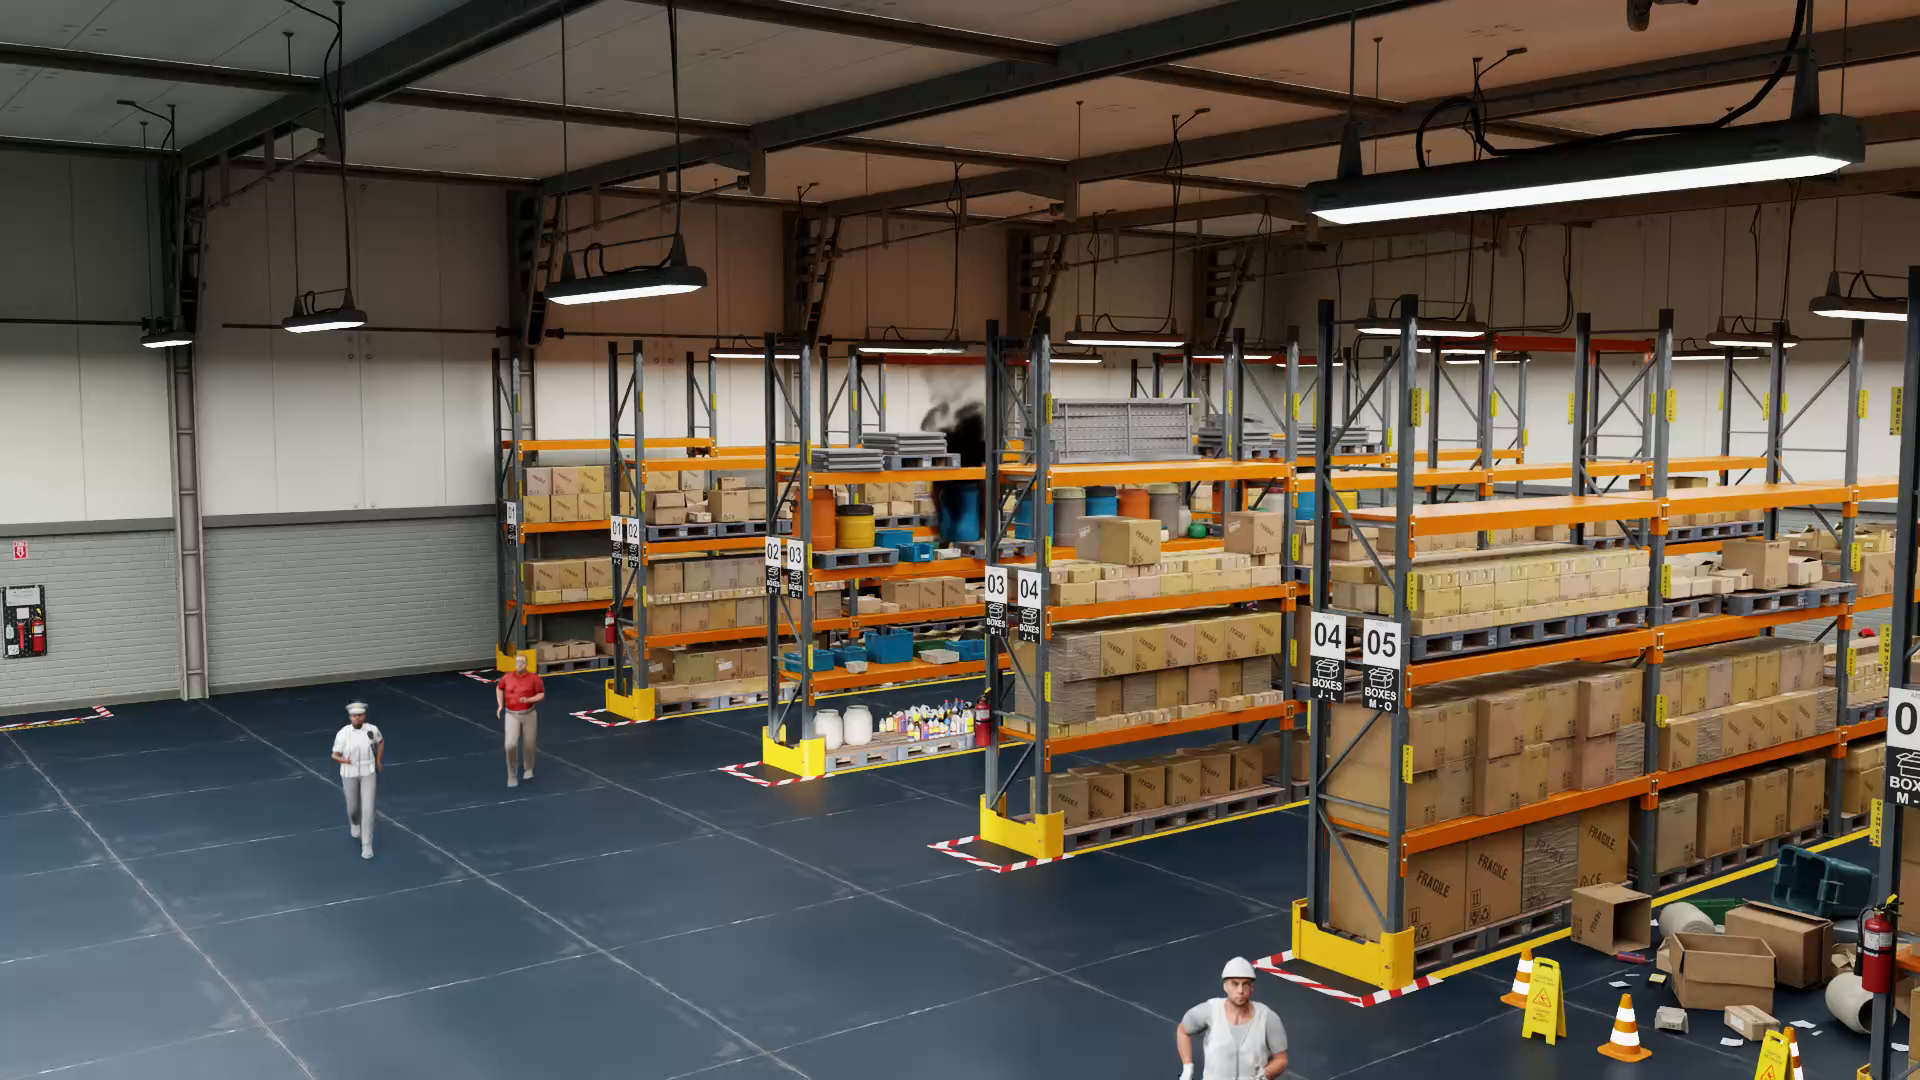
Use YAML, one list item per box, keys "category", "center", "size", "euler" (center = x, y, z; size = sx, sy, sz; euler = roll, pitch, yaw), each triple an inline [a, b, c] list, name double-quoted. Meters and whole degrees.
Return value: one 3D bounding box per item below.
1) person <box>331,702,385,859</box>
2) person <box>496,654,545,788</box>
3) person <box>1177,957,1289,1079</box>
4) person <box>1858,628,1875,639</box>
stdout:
- category: "person"
  center: [-6.774, 2.658, 18.755]
  size: [0.579, 1.699, 0.923]
  euler: [-2, 5, -22]
- category: "person"
  center: [-5.802, 2.391, 21.960]
  size: [0.635, 1.774, 0.731]
  euler: [-1, 5, -12]
- category: "person"
  center: [1.649, 3.398, 9.979]
  size: [0.640, 1.792, 0.709]
  euler: [0, 5, -2]
- category: "person"
  center: [13.288, 2.156, 24.426]
  size: [0.573, 1.741, 0.666]
  euler: [-4, 7, -40]
